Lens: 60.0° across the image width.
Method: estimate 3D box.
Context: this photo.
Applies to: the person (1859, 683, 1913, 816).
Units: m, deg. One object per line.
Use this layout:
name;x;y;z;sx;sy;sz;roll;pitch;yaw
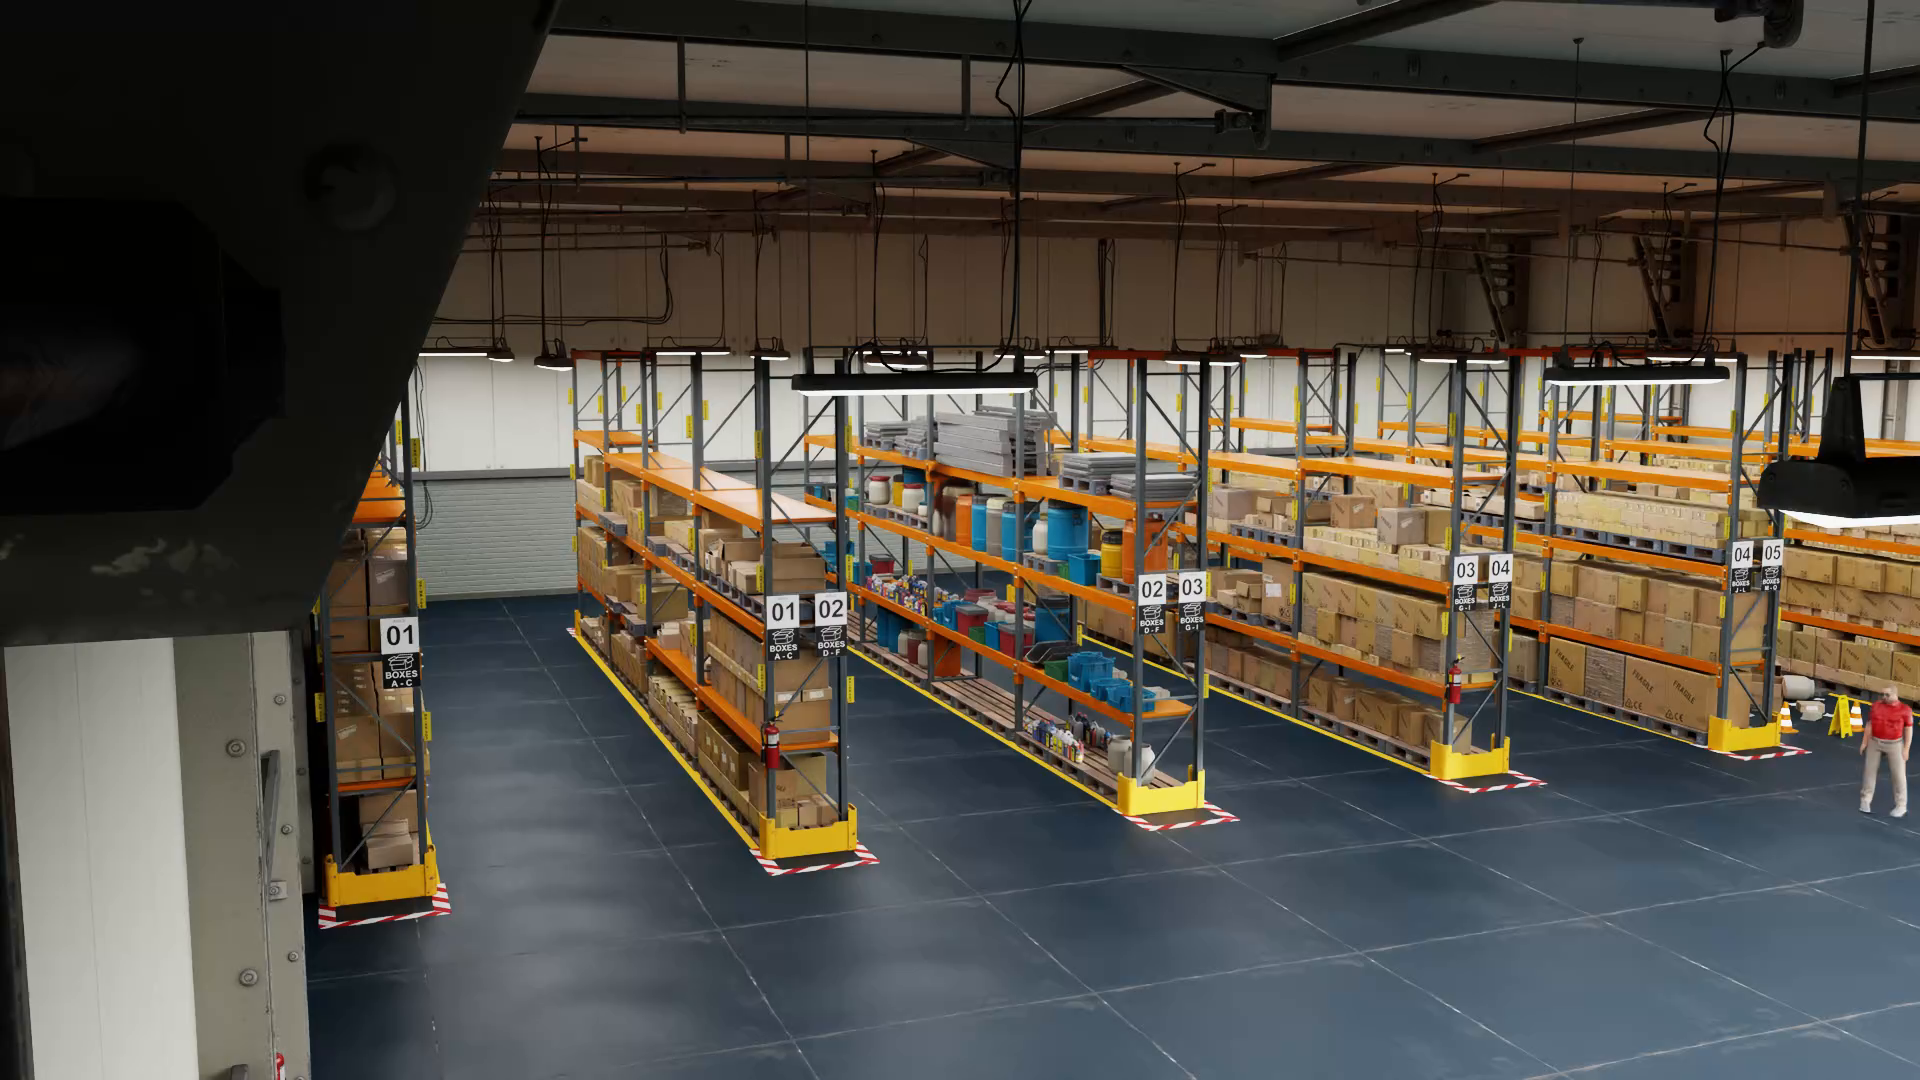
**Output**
person;12.209;2.749;21.963;0.598;1.726;0.454;6;9;38
